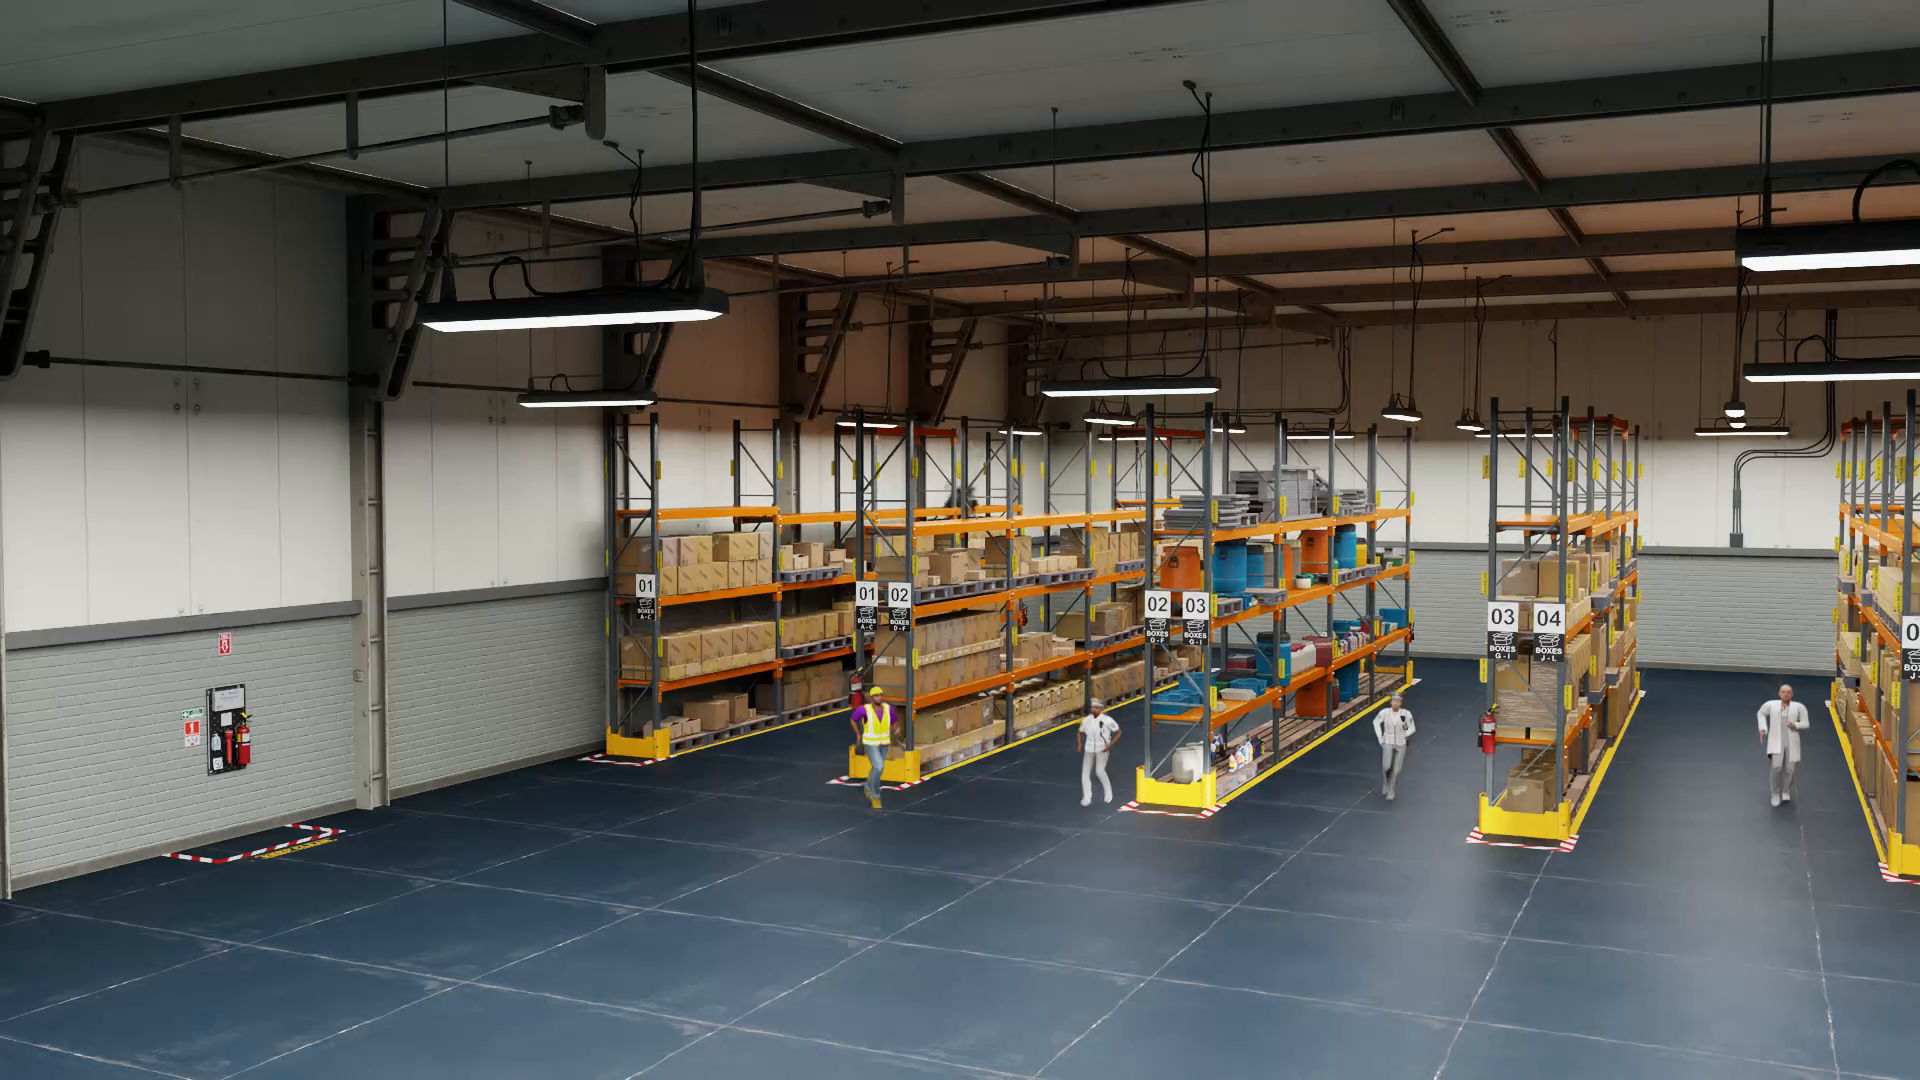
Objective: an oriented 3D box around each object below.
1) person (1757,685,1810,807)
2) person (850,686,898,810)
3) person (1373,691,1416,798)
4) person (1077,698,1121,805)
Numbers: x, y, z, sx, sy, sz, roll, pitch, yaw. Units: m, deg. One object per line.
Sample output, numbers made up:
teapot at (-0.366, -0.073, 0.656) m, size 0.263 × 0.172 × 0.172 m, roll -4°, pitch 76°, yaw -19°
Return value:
person at (12.303, 3.075, 24.838) m, size 0.674 × 1.829 × 0.811 m, roll 1°, pitch 3°, yaw 20°
person at (-1.246, 3.085, 24.820) m, size 0.680 × 1.829 × 0.773 m, roll -1°, pitch 3°, yaw -31°
person at (6.582, 3.107, 25.184) m, size 0.614 × 1.651 × 0.602 m, roll 1°, pitch 2°, yaw 12°
person at (2.035, 3.160, 24.731) m, size 0.680 × 1.644 × 0.567 m, roll 1°, pitch 3°, yaw 21°
